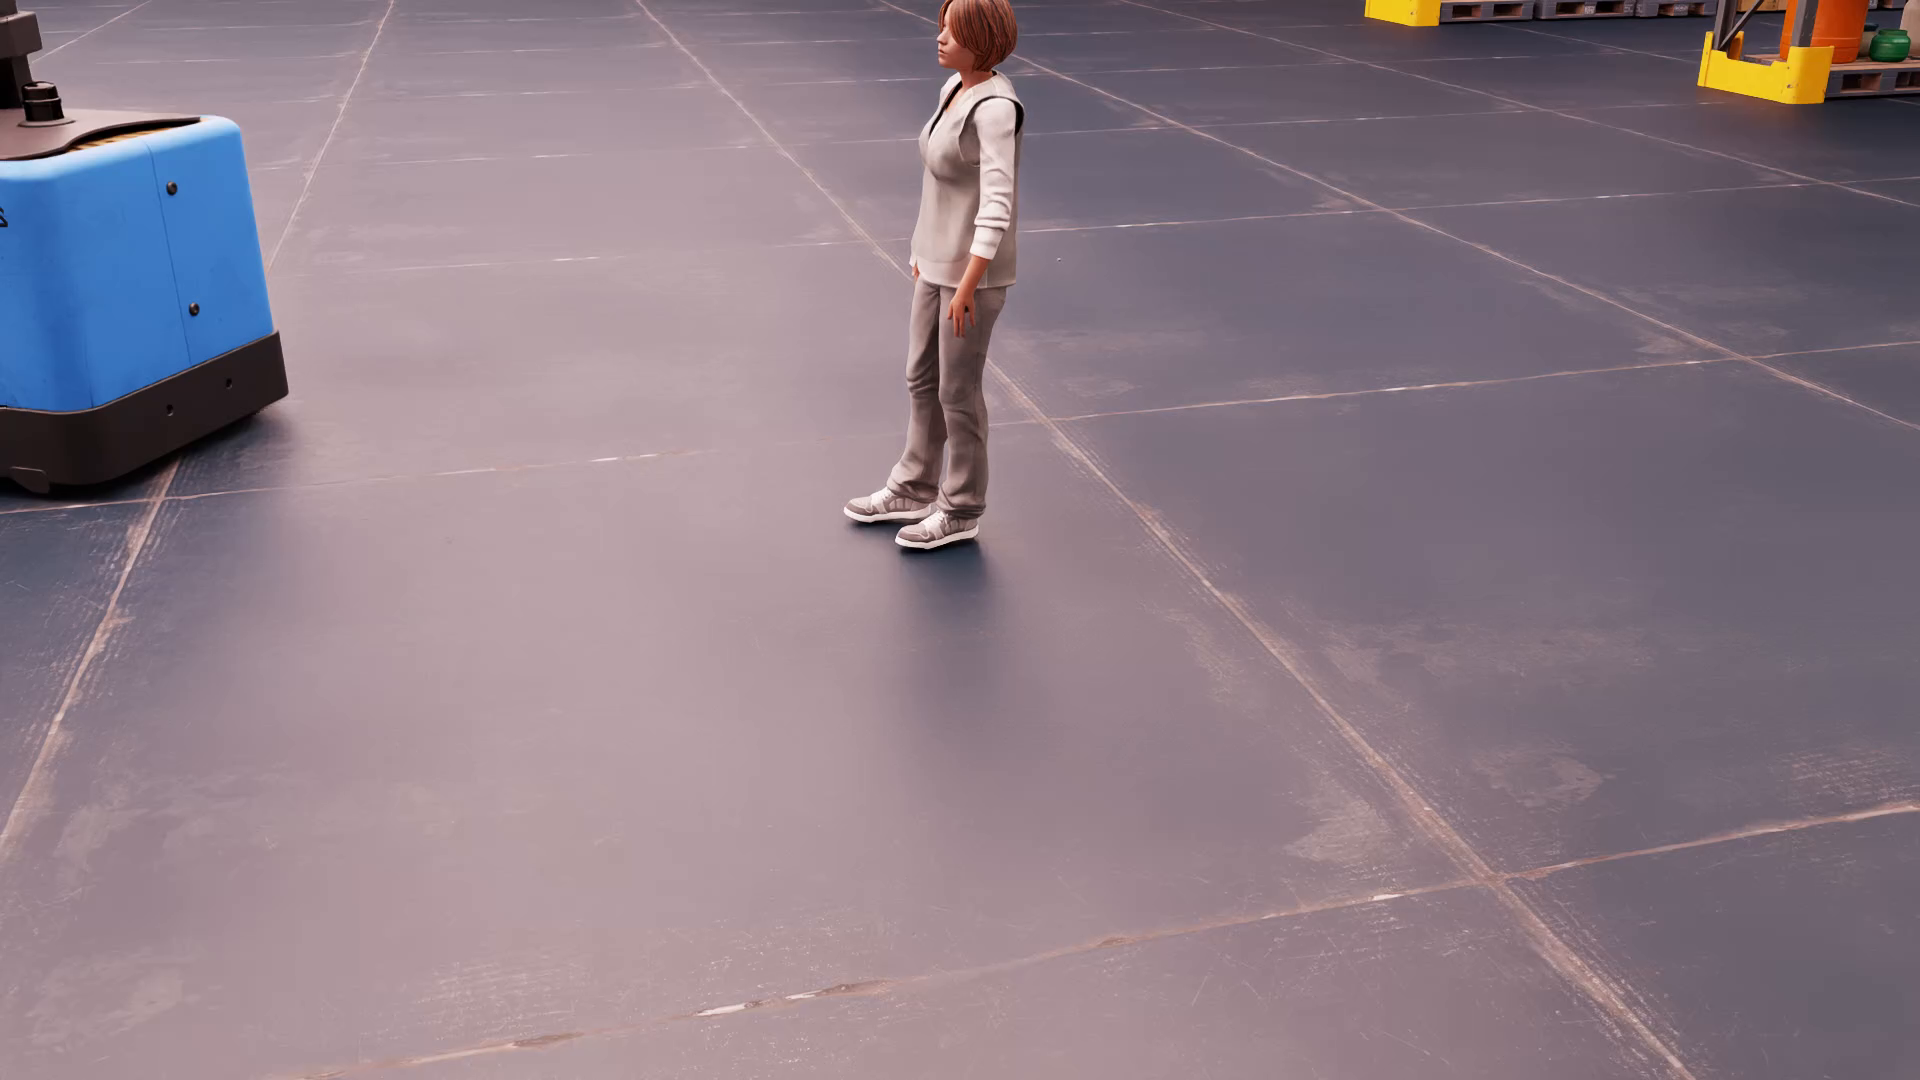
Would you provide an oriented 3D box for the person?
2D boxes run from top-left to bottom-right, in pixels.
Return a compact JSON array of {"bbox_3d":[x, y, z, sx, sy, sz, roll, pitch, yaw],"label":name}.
[{"bbox_3d":[-0.076,-0.739,4.732,0.472,1.599,0.520,-6,24,-14],"label":"person"}]

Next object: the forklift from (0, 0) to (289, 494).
[{"bbox_3d":[-4.050,-1.802,5.544,3.031,2.935,1.130,6,24,14],"label":"forklift"}]
